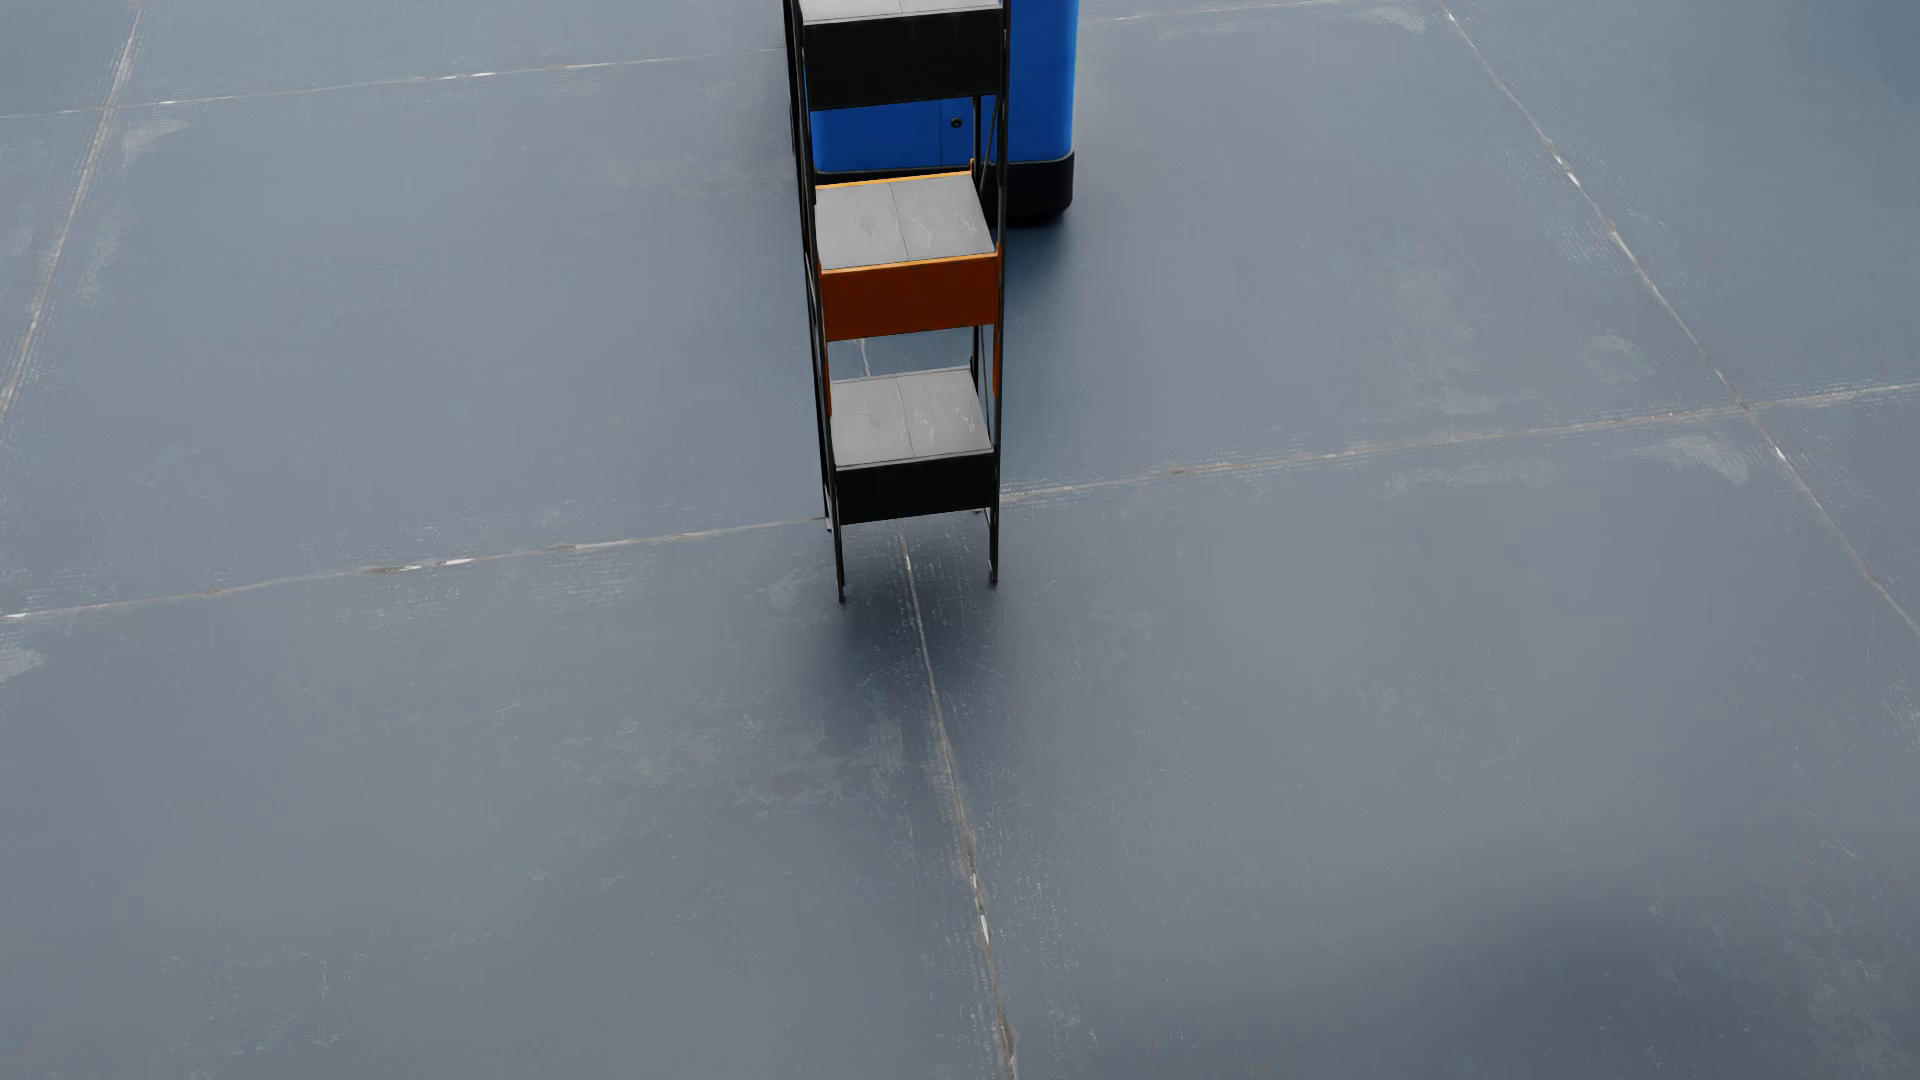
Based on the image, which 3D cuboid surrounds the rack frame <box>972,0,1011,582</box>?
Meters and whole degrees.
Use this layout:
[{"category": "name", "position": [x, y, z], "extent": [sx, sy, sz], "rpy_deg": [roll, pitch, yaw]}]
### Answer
[{"category": "rack frame", "position": [0.077, -0.738, 4.627], "extent": [0.015, 2.100, 0.400], "rpy_deg": [-7, 46, -7]}]

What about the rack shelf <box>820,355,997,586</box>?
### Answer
[{"category": "rack shelf", "position": [-0.163, -0.213, 5.112], "extent": [0.480, 0.518, 0.431], "rpy_deg": [-7, 46, -7]}]

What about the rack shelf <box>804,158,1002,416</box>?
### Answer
[{"category": "rack shelf", "position": [-0.163, -0.699, 4.608], "extent": [0.480, 0.518, 0.431], "rpy_deg": [-7, 46, -7]}]

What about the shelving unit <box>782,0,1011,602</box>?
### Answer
[{"category": "shelving unit", "position": [-0.163, -0.708, 4.598], "extent": [0.503, 2.100, 0.431], "rpy_deg": [-7, 46, -7]}]

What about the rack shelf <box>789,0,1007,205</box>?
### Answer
[{"category": "rack shelf", "position": [-0.163, -1.184, 4.104], "extent": [0.480, 0.518, 0.431], "rpy_deg": [-7, 46, -7]}]

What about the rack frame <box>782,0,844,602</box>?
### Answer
[{"category": "rack frame", "position": [-0.404, -0.678, 4.569], "extent": [0.015, 2.100, 0.400], "rpy_deg": [-7, 46, -7]}]

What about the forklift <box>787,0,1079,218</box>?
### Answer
[{"category": "forklift", "position": [-0.215, -3.296, 6.514], "extent": [1.130, 2.935, 3.031], "rpy_deg": [-4, 46, -4]}]
